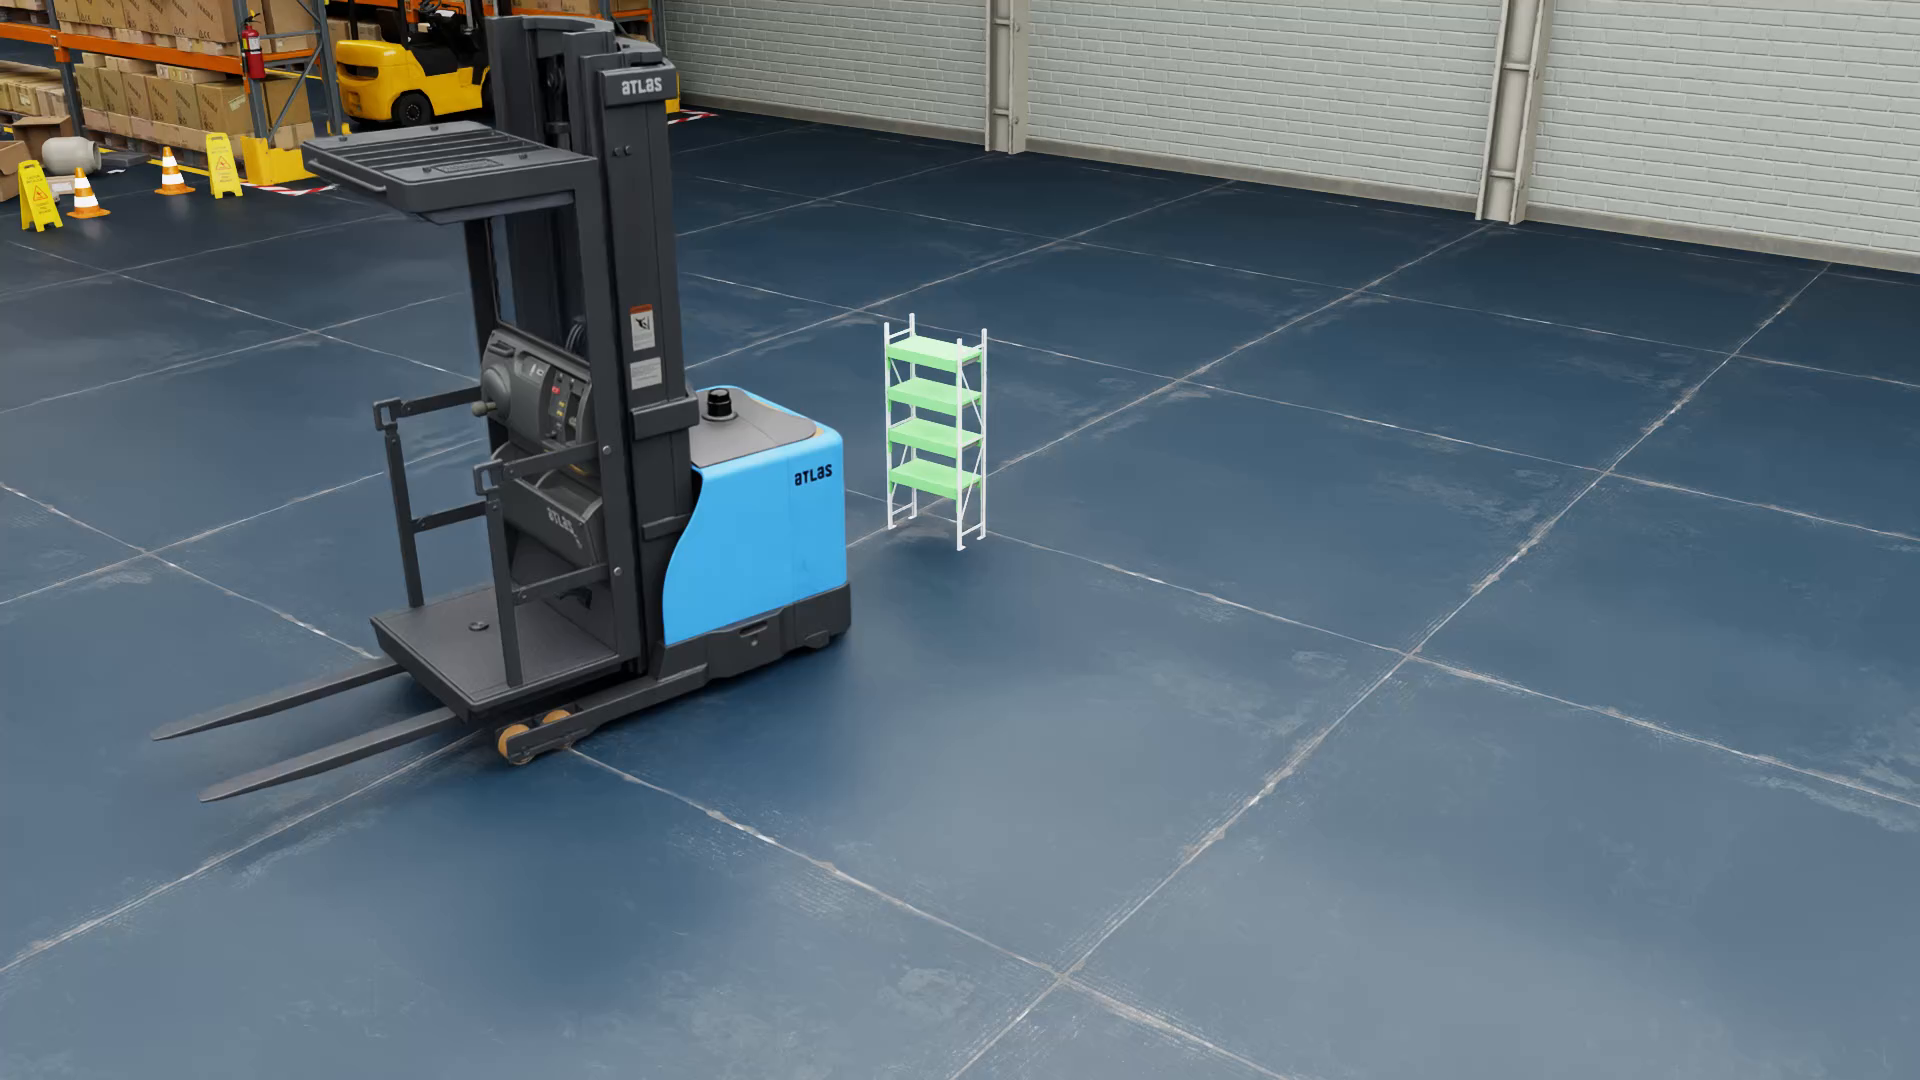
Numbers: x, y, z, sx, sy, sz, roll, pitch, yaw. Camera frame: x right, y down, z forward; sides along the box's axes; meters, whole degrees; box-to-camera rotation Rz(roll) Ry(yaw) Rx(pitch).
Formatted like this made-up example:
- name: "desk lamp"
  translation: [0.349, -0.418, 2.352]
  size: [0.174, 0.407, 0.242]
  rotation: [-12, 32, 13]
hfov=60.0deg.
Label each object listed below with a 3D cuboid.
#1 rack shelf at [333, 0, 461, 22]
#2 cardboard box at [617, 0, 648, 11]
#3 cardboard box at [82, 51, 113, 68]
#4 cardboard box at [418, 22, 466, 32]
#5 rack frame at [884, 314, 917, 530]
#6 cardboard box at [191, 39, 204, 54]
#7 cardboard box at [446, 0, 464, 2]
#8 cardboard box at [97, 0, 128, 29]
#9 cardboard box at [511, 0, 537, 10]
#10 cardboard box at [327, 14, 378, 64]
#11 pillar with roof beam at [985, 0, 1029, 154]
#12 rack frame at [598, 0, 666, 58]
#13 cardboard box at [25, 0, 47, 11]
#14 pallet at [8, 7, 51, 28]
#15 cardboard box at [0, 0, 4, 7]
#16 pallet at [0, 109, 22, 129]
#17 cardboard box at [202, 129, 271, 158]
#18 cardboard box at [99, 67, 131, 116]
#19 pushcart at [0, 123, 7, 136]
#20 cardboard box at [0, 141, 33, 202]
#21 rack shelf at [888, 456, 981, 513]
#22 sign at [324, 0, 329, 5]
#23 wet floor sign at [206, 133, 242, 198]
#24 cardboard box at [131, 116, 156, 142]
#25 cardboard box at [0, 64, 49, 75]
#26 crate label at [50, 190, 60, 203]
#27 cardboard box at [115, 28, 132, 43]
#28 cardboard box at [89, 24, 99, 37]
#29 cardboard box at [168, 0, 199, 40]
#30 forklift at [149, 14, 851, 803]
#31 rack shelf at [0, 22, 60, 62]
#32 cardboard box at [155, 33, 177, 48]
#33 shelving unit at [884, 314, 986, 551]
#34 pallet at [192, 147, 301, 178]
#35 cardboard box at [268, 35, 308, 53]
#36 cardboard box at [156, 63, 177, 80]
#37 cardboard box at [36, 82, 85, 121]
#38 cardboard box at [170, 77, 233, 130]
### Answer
- name: "rack shelf"
  translation: [-9.042, -8.113, 24.835]
  size: [4.000, 0.370, 1.077]
  rotation: [17, 29, 33]
- name: "cardboard box"
  translation: [-4.471, -7.246, 21.852]
  size: [0.500, 0.500, 0.500]
  rotation: [18, 29, 35]
- name: "cardboard box"
  translation: [-10.041, -5.650, 19.509]
  size: [0.250, 0.149, 0.380]
  rotation: [17, 29, 34]
- name: "cardboard box"
  translation: [-7.243, -7.131, 23.365]
  size: [0.500, 0.250, 0.500]
  rotation: [16, 29, 33]
- name: "rack frame"
  translation: [-0.328, -0.648, 9.233]
  size: [0.015, 1.200, 0.240]
  rotation: [17, 29, 33]
- name: "cardboard box"
  translation: [-8.104, -5.389, 18.073]
  size: [0.250, 0.149, 0.380]
  rotation: [16, 29, 32]
- name: "cardboard box"
  translation: [-6.816, -7.692, 22.863]
  size: [0.500, 0.500, 0.500]
  rotation: [17, 29, 34]
- name: "cardboard box"
  translation: [-9.421, -6.102, 18.886]
  size: [0.500, 0.500, 0.500]
  rotation: [17, 29, 33]
- name: "cardboard box"
  translation: [-5.612, -7.323, 22.027]
  size: [0.500, 0.500, 0.500]
  rotation: [16, 29, 32]
- name: "cardboard box"
  translation: [-9.085, -7.558, 25.107]
  size: [0.625, 0.625, 0.875]
  rotation: [15, 28, 31]
- name: "pillar with roof beam"
  translation: [-2.038, -7.356, 14.784]
  size: [0.400, 9.000, 9.100]
  rotation: [17, 29, 33]
- name: "rack frame"
  translation: [-4.241, -6.991, 21.397]
  size: [0.127, 3.000, 1.000]
  rotation: [17, 29, 33]
- name: "cardboard box"
  translation: [-10.993, -6.468, 20.001]
  size: [0.250, 0.149, 0.380]
  rotation: [17, 29, 34]
- name: "pallet"
  translation: [-10.940, -6.500, 20.520]
  size: [1.213, 0.211, 1.003]
  rotation: [17, 29, 33]
- name: "cardboard box"
  translation: [-11.627, -6.649, 20.411]
  size: [0.250, 0.149, 0.380]
  rotation: [17, 29, 34]
- name: "pallet"
  translation: [-12.020, -5.562, 21.613]
  size: [1.213, 0.211, 1.003]
  rotation: [17, 29, 33]
- name: "cardboard box"
  translation: [-8.042, -4.437, 18.489]
  size: [0.500, 0.250, 0.500]
  rotation: [17, 29, 33]
- name: "cardboard box"
  translation: [-9.670, -5.277, 19.467]
  size: [0.500, 0.500, 0.500]
  rotation: [18, 30, 35]
- name: "pushcart"
  translation: [-11.743, -4.408, 18.787]
  size: [0.936, 0.377, 1.648]
  rotation: [7, 25, 15]
- name: "cardboard box"
  translation: [-10.139, -3.854, 17.373]
  size: [0.637, 0.503, 0.797]
  rotation: [-1, 24, -3]
- name: "rack shelf"
  translation: [-0.132, -0.311, 9.221]
  size: [0.480, 0.148, 0.258]
  rotation: [17, 29, 33]
- name: "sign"
  translation: [-6.889, -5.960, 17.983]
  size: [0.005, 0.325, 0.100]
  rotation: [17, 29, 33]
- name: "wet floor sign"
  translation: [-7.704, -3.920, 17.347]
  size: [0.267, 0.644, 0.232]
  rotation: [-15, 28, -30]
- name: "cardboard box"
  translation: [-9.245, -4.807, 19.329]
  size: [0.500, 0.250, 0.500]
  rotation: [16, 29, 33]
- name: "cardboard box"
  translation: [-12.575, -5.997, 21.879]
  size: [0.625, 0.372, 0.950]
  rotation: [16, 28, 32]
- name: "crate label"
  translation: [-9.392, -3.496, 17.015]
  size: [0.298, 0.136, 0.250]
  rotation: [3, 24, 6]
- name: "cardboard box"
  translation: [-9.338, -5.749, 18.889]
  size: [0.250, 0.149, 0.380]
  rotation: [17, 29, 34]
- name: "cardboard box"
  translation: [-9.892, -5.962, 19.374]
  size: [0.250, 0.149, 0.380]
  rotation: [17, 29, 33]
- name: "cardboard box"
  translation: [-8.212, -5.735, 18.054]
  size: [0.500, 0.500, 0.500]
  rotation: [17, 29, 33]
- name: "forklift"
  translation: [-1.984, -0.624, 7.032]
  size: [3.031, 2.935, 1.130]
  rotation: [-19, 30, -36]
- name: "rack shelf"
  translation: [-12.016, -6.510, 21.198]
  size: [4.000, 0.370, 1.077]
  rotation: [17, 29, 33]
- name: "cardboard box"
  translation: [-8.708, -5.582, 18.510]
  size: [0.250, 0.149, 0.380]
  rotation: [16, 29, 33]
- name: "shelving unit"
  translation: [-0.132, -0.589, 9.099]
  size: [0.503, 1.200, 0.258]
  rotation: [17, 29, 33]
- name: "pallet"
  translation: [-7.904, -4.339, 18.836]
  size: [1.213, 0.211, 1.003]
  rotation: [17, 29, 33]
- name: "cardboard box"
  translation: [-7.362, -5.423, 18.148]
  size: [0.250, 0.149, 0.380]
  rotation: [17, 29, 33]
- name: "cardboard box"
  translation: [-8.755, -5.265, 18.635]
  size: [0.250, 0.149, 0.380]
  rotation: [18, 30, 35]
- name: "cardboard box"
  translation: [-10.837, -5.472, 20.686]
  size: [0.625, 0.372, 0.950]
  rotation: [17, 29, 34]
- name: "cardboard box"
  translation: [-8.432, -4.900, 18.611]
  size: [0.500, 0.500, 0.500]
  rotation: [18, 30, 35]
